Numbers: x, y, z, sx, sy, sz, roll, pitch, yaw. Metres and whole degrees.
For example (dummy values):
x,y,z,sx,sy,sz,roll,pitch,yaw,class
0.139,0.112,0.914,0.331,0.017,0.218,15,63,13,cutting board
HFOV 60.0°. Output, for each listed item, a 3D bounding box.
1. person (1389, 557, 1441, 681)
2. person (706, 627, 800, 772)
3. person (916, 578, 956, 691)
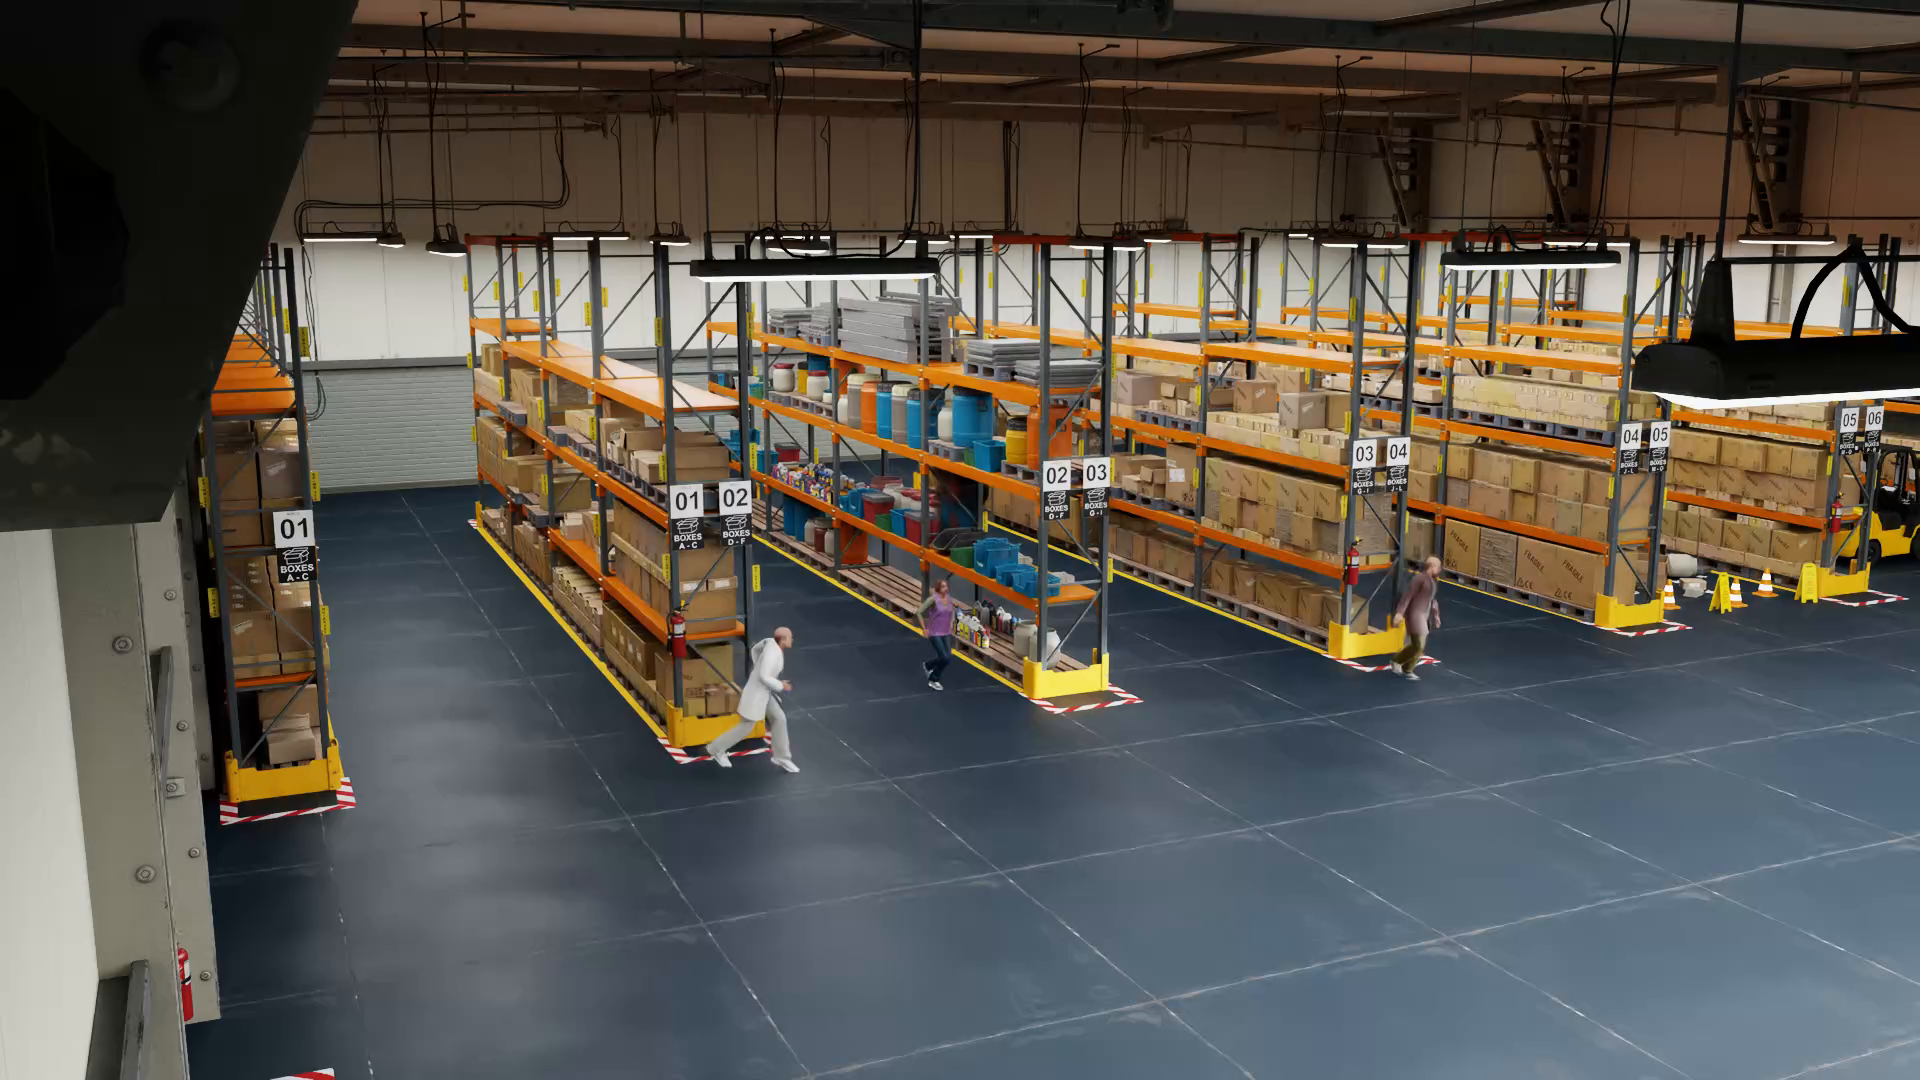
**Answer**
x,y,z,sx,sy,sz,roll,pitch,yaw,class
6.306,1.086,23.039,0.587,1.761,0.715,8,14,36,person
-2.377,1.858,19.195,1.043,1.743,0.745,-1,11,-3,person
-0.283,1.288,22.527,0.549,1.534,0.521,-10,15,-41,person
